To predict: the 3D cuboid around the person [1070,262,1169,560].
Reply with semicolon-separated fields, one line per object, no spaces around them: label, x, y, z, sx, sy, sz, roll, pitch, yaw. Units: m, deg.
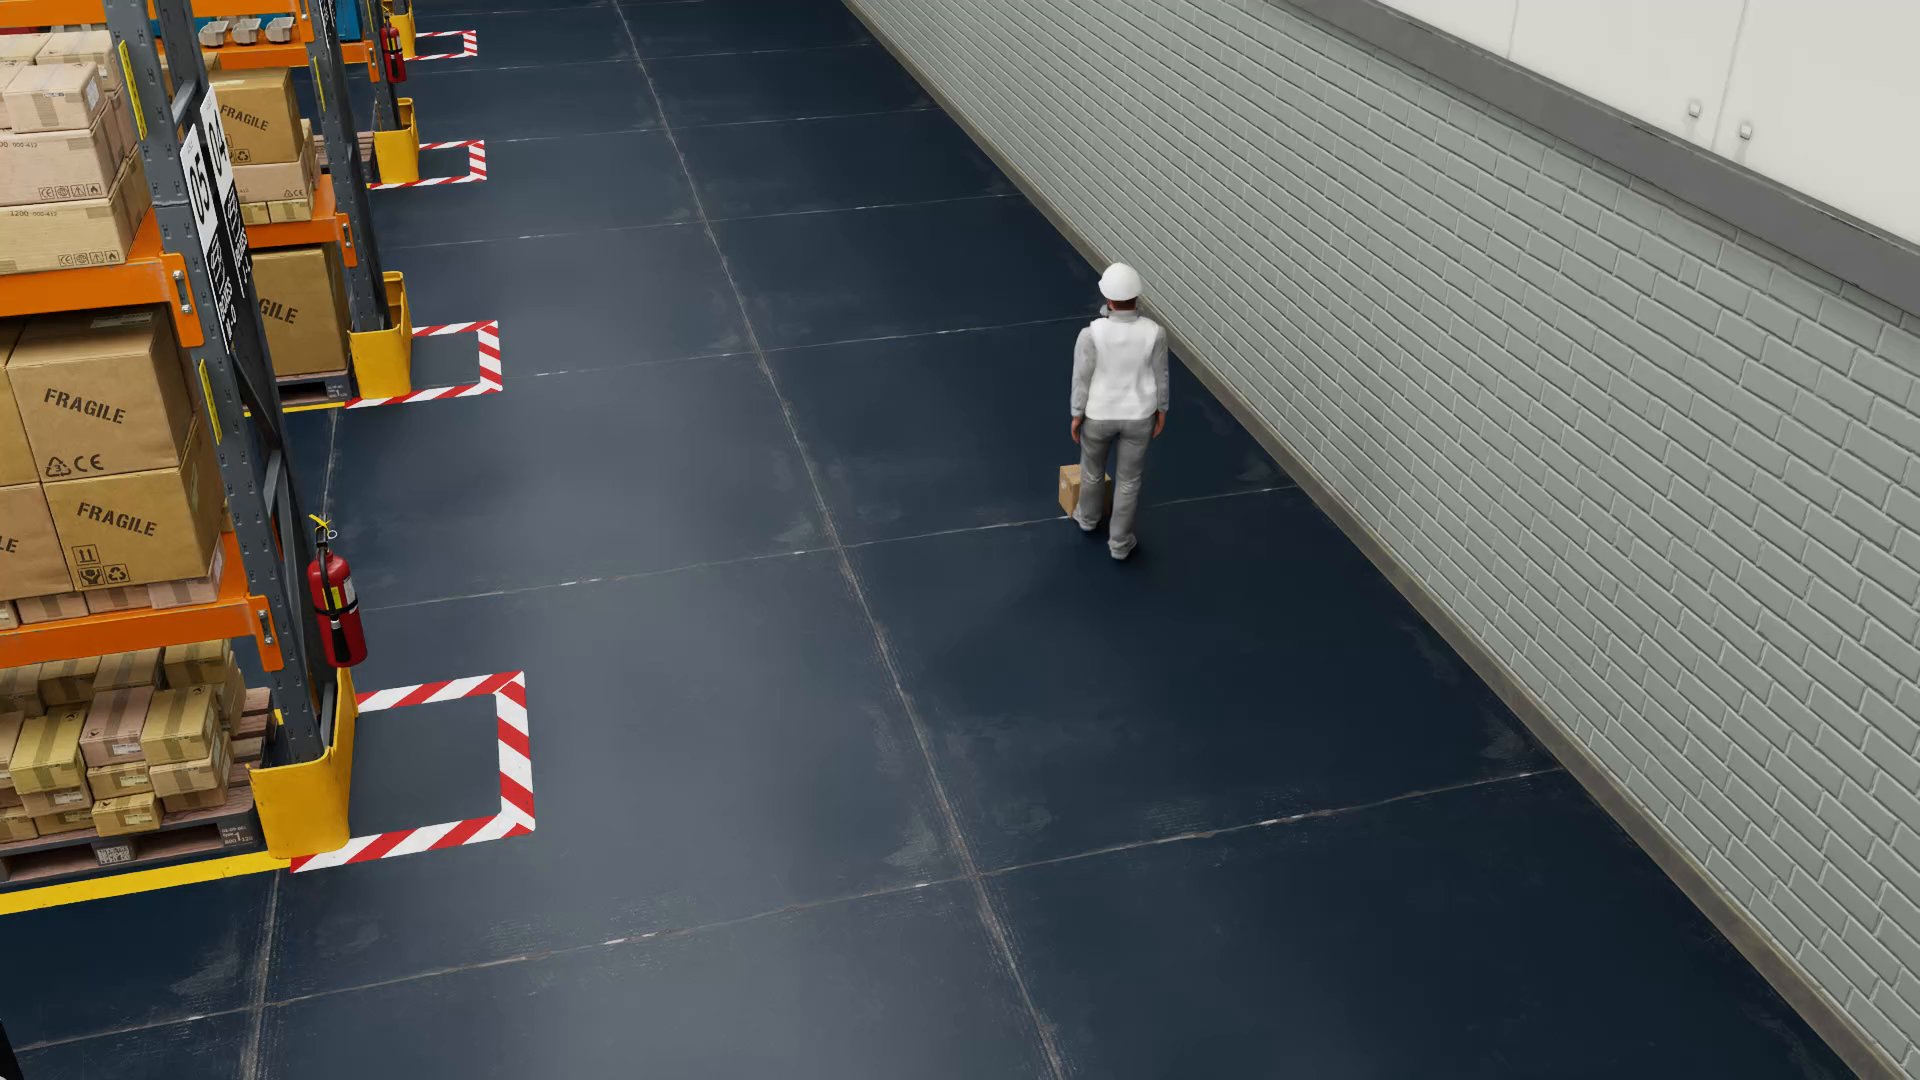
person;0.910;-0.788;9.552;0.561;1.769;0.645;2;30;3
